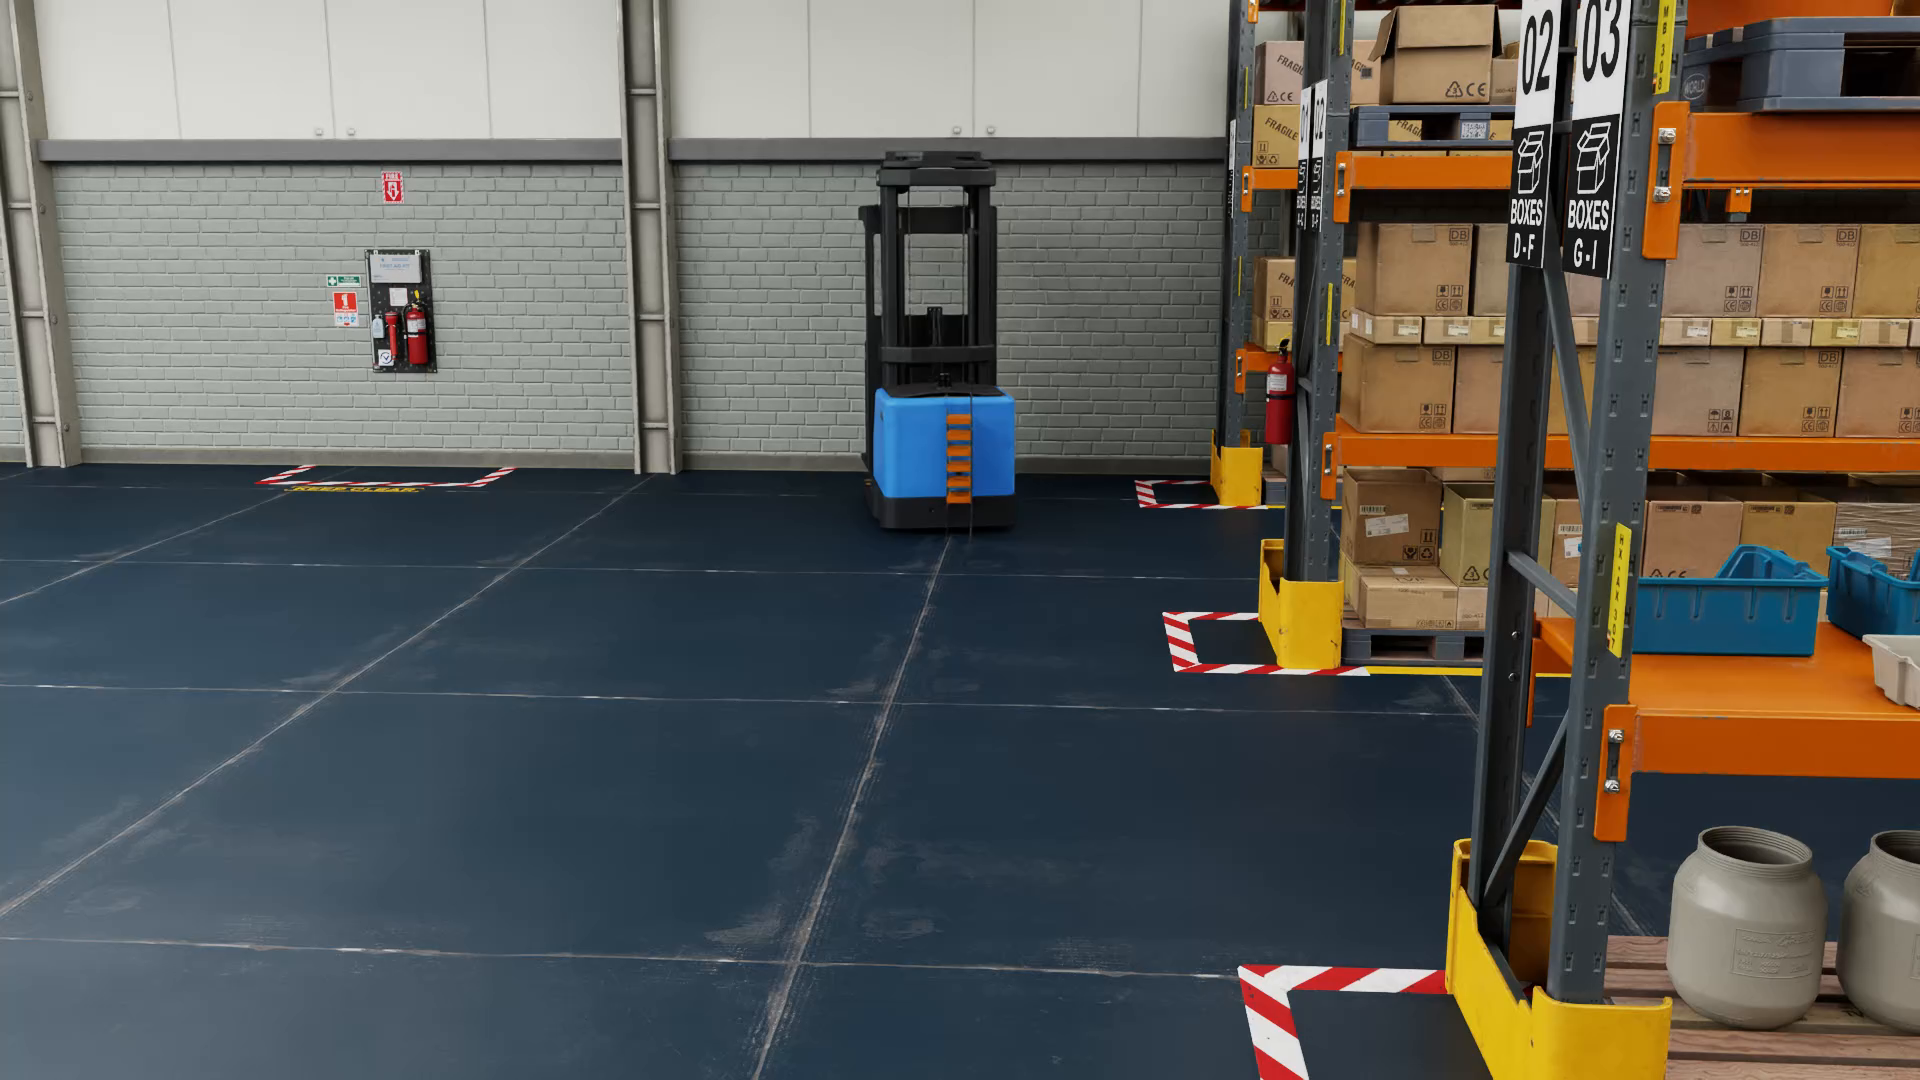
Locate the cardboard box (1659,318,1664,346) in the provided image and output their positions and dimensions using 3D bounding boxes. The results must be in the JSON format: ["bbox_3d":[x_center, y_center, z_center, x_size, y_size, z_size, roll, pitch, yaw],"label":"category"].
[{"bbox_3d":[3.688,-1.163,9.173,0.250,0.149,0.380,1,12,3],"label":"cardboard box"}]

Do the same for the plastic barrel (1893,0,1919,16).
[{"bbox_3d":[2.837,-1.627,4.411,0.600,0.588,0.600,0,12,0],"label":"plastic barrel"}]

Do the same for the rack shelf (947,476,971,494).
[{"bbox_3d":[-0.006,-0.422,12.659,0.180,0.103,0.258,0,12,2],"label":"rack shelf"}]

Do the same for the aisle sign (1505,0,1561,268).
[{"bbox_3d":[1.639,-1.185,4.760,0.004,0.787,0.394,1,12,4],"label":"aisle sign"}]

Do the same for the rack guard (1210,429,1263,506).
[{"bbox_3d":[2.429,-0.651,14.657,0.348,0.500,1.175,1,12,4],"label":"rack guard"}]

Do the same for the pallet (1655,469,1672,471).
[{"bbox_3d":[5.672,-0.458,14.440,1.213,0.211,1.003,1,12,4],"label":"pallet"}]

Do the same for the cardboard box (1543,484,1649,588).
[{"bbox_3d":[3.545,-0.026,9.427,0.500,0.500,0.500,1,12,4],"label":"cardboard box"}]

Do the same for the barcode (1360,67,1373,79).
[{"bbox_3d":[2.359,-2.710,9.653,0.075,0.075,0.001,1,12,4],"label":"barcode"}]

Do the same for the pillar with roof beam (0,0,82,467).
[{"bbox_3d":[-9.151,-4.263,11.172,0.400,9.000,9.100,1,12,4],"label":"pillar with roof beam"}]

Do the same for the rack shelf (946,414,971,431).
[{"bbox_3d":[-0.007,-0.892,12.561,0.180,0.103,0.258,0,12,2],"label":"rack shelf"}]

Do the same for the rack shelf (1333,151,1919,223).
[{"bbox_3d":[4.022,-1.952,9.204,4.000,0.370,1.077,1,12,4],"label":"rack shelf"}]

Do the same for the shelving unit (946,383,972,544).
[{"bbox_3d":[-0.007,-0.583,12.625,0.189,1.200,0.258,0,12,2],"label":"shelving unit"}]

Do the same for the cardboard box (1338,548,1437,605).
[{"bbox_3d":[2.581,0.224,10.060,0.500,0.250,0.500,1,12,4],"label":"cardboard box"}]

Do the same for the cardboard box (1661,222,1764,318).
[{"bbox_3d":[4.072,-1.518,9.285,0.500,0.500,0.700,1,12,4],"label":"cardboard box"}]

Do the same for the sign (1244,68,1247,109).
[{"bbox_3d":[2.317,-3.660,13.480,0.005,0.325,0.100,1,12,4],"label":"sign"}]

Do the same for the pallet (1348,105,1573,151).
[{"bbox_3d":[2.730,-2.273,9.199,1.213,0.211,1.003,1,12,4],"label":"pallet"}]

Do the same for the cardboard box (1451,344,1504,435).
[{"bbox_3d":[3.015,-0.897,9.485,0.500,0.500,0.700,1,12,5],"label":"cardboard box"}]

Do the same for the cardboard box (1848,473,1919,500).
[{"bbox_3d":[5.575,-0.105,9.804,0.500,0.500,0.500,1,12,4],"label":"cardboard box"}]

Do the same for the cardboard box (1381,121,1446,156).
[{"bbox_3d":[3.722,-3.326,13.721,0.500,0.500,0.500,1,12,6],"label":"cardboard box"}]

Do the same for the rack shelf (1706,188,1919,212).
[{"bbox_3d":[8.340,-2.909,13.780,4.000,0.370,1.077,1,12,4],"label":"rack shelf"}]

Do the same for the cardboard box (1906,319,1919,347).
[{"bbox_3d":[5.224,-1.142,9.071,0.250,0.149,0.380,0,12,2],"label":"cardboard box"}]

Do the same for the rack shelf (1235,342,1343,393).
[{"bbox_3d":[4.349,-1.496,14.349,4.000,0.370,1.077,1,12,4],"label":"rack shelf"}]

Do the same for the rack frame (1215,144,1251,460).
[{"bbox_3d":[2.353,-1.875,14.406,0.127,3.000,1.000,1,12,4],"label":"rack frame"}]

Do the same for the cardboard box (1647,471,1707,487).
[{"bbox_3d":[4.079,-0.126,9.900,0.500,0.500,0.500,1,12,4],"label":"cardboard box"}]

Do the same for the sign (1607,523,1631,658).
[{"bbox_3d":[1.650,0.126,4.166,0.005,0.325,0.100,1,12,4],"label":"sign"}]

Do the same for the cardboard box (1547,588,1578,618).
[{"bbox_3d":[3.544,0.343,9.492,0.500,0.250,0.500,1,12,4],"label":"cardboard box"}]

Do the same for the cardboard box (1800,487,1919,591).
[{"bbox_3d":[5.042,-0.006,9.329,0.500,0.500,0.500,1,12,4],"label":"cardboard box"}]

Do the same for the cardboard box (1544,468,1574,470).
[{"bbox_3d":[5.306,-0.818,14.384,0.500,0.500,0.500,0,12,-1],"label":"cardboard box"}]

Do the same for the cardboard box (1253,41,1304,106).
[{"bbox_3d":[2.722,-3.837,13.722,0.500,0.500,0.500,0,12,0],"label":"cardboard box"}]

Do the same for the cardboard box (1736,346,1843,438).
[{"bbox_3d":[4.547,-0.876,9.384,0.500,0.500,0.700,1,12,5],"label":"cardboard box"}]

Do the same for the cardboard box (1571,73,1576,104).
[{"bbox_3d":[3.188,-2.430,8.980,0.250,0.149,0.380,1,12,4],"label":"cardboard box"}]

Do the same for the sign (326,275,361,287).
[{"bbox_3d":[-5.881,-2.470,15.867,0.331,0.109,0.001,1,12,4],"label":"sign"}]

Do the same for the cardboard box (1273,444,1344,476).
[{"bbox_3d":[3.038,-0.747,14.503,0.500,0.311,0.500,-1,12,-3],"label":"cardboard box"}]

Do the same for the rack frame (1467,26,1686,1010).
[{"bbox_3d":[1.691,0.149,4.731,0.127,3.000,1.000,1,12,4],"label":"rack frame"}]

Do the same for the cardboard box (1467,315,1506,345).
[{"bbox_3d":[2.916,-1.173,9.223,0.250,0.149,0.380,1,12,4],"label":"cardboard box"}]

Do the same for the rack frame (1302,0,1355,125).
[{"bbox_3d":[2.026,-3.800,8.954,0.127,3.000,1.000,1,12,4],"label":"rack frame"}]

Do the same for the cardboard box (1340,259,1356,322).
[{"bbox_3d":[3.302,-2.102,13.976,0.500,0.500,0.500,1,12,4],"label":"cardboard box"}]

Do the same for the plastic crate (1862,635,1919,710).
[{"bbox_3d":[2.563,0.356,4.385,0.250,0.136,0.298,1,12,4],"label":"plastic crate"}]

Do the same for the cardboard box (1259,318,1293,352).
[{"bbox_3d":[2.819,-1.740,14.078,0.500,0.250,0.500,0,12,2],"label":"cardboard box"}]

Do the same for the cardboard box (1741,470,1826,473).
[{"bbox_3d":[7.080,-0.806,14.324,0.500,0.500,0.700,1,12,6],"label":"cardboard box"}]

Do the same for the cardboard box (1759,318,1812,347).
[{"bbox_3d":[4.465,-1.152,9.123,0.250,0.149,0.380,1,12,5],"label":"cardboard box"}]

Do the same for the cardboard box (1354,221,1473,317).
[{"bbox_3d":[2.544,-1.537,9.379,0.500,0.500,0.700,1,12,4],"label":"cardboard box"}]

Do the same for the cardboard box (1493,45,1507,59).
[{"bbox_3d":[4.338,-3.914,14.093,0.500,0.500,0.500,1,12,4],"label":"cardboard box"}]

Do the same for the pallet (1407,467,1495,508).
[{"bbox_3d":[4.451,-0.474,14.517,1.213,0.211,1.003,1,12,4],"label":"pallet"}]

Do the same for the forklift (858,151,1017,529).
[{"bbox_3d":[-0.272,-1.769,14.067,1.130,2.935,3.031,-2,12,-8],"label":"forklift"}]
